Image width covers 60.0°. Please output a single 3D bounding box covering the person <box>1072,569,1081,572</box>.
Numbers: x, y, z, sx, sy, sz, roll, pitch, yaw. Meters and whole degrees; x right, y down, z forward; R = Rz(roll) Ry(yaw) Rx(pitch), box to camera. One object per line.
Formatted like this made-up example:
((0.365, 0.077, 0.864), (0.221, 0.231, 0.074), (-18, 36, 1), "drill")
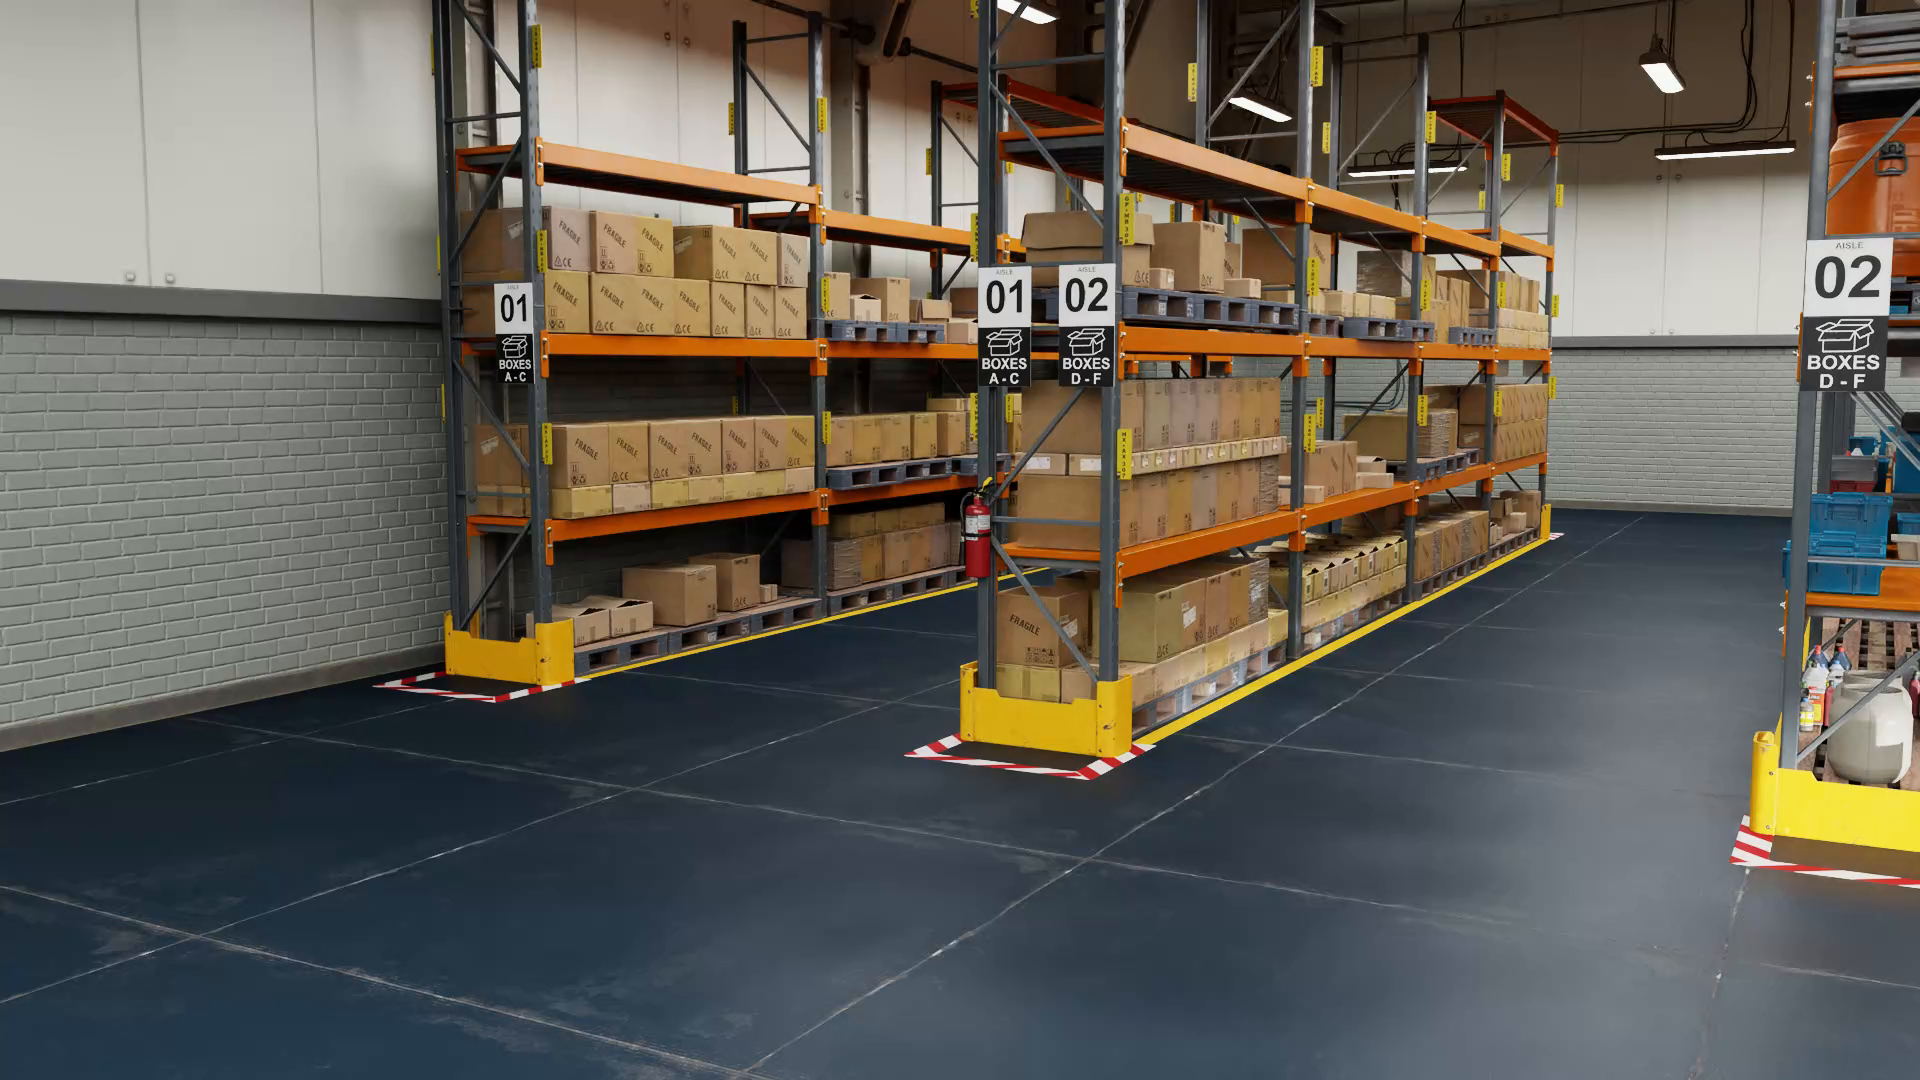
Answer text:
((1.505, -0.217, 18.610), (0.719, 1.780, 0.956), (2, 6, 18), "person")
